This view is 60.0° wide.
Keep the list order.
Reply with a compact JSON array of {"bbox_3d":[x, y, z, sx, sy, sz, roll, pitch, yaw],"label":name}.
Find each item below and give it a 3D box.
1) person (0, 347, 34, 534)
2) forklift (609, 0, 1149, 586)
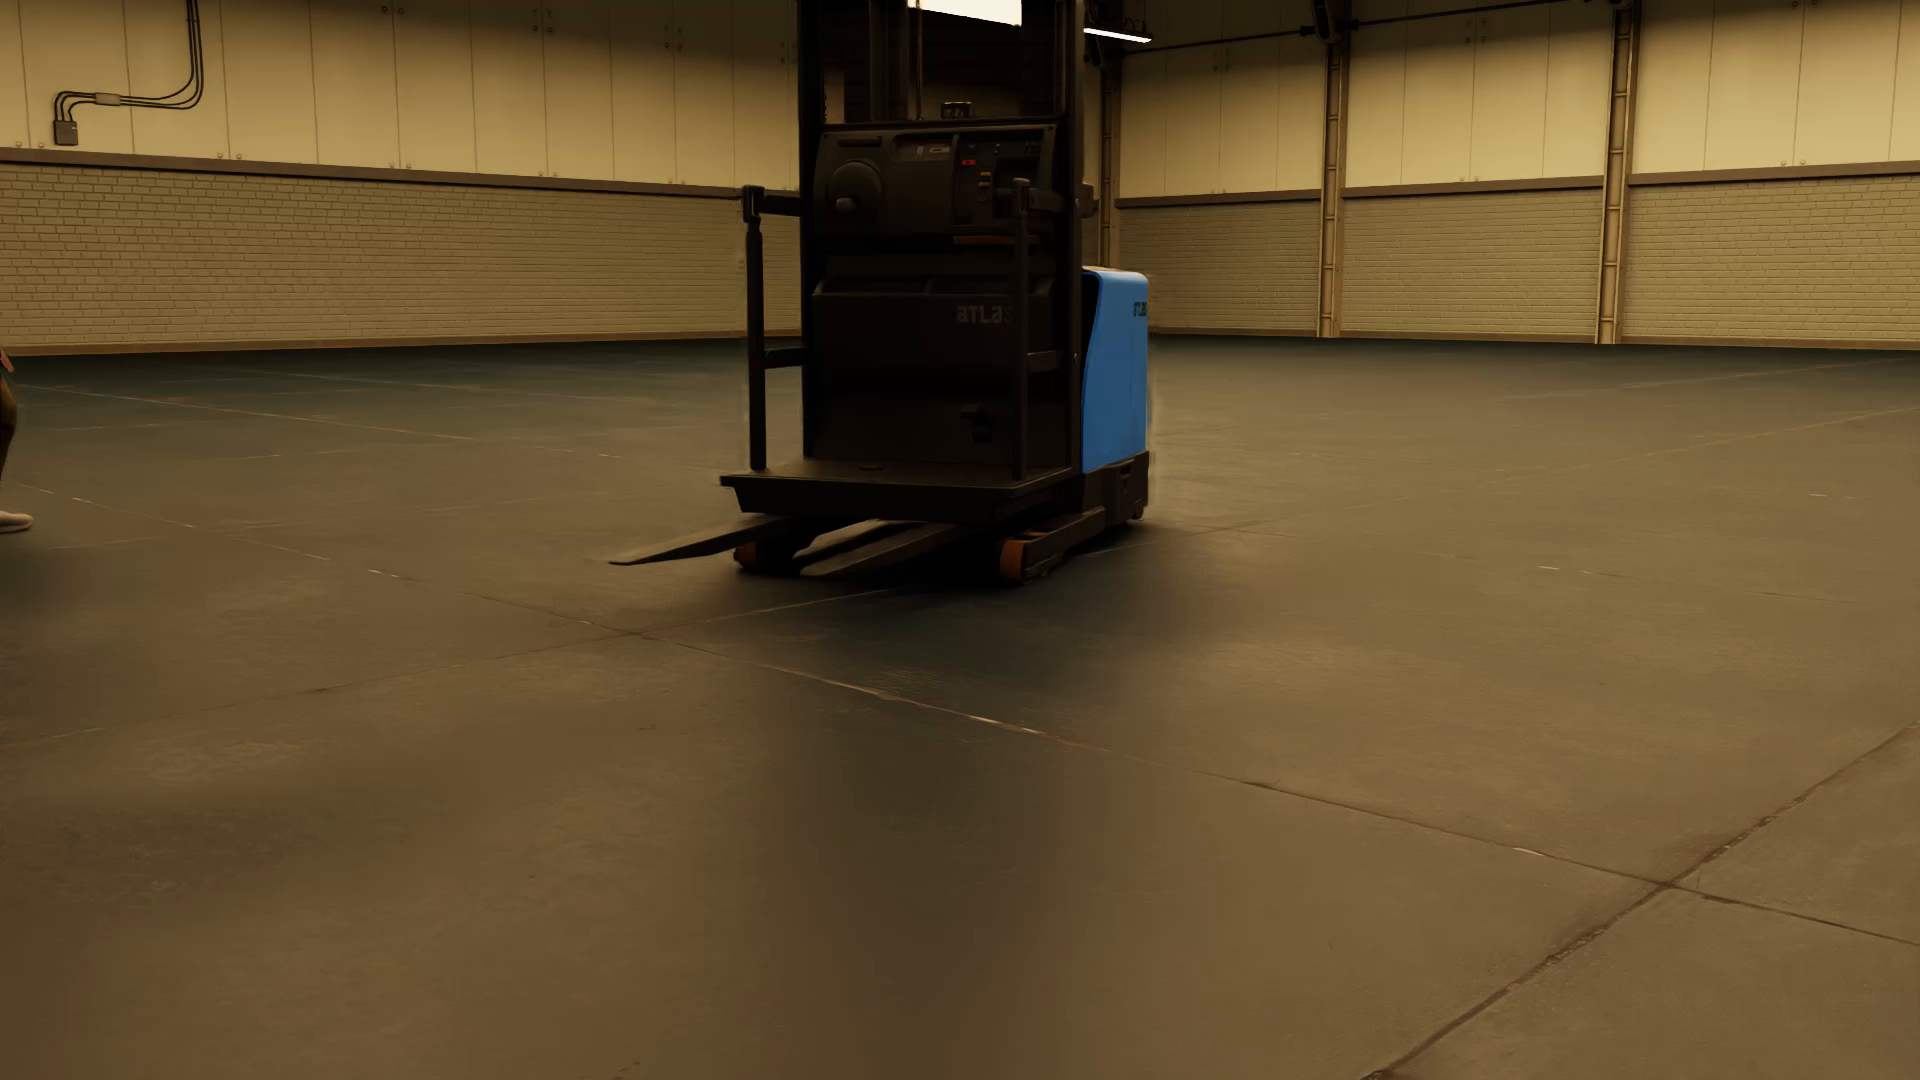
[{"bbox_3d":[-4.099,-0.801,6.467,0.550,1.759,0.932,1,9,9],"label":"person"},{"bbox_3d":[-0.171,-1.358,5.896,1.130,2.935,3.031,3,9,20],"label":"forklift"}]
